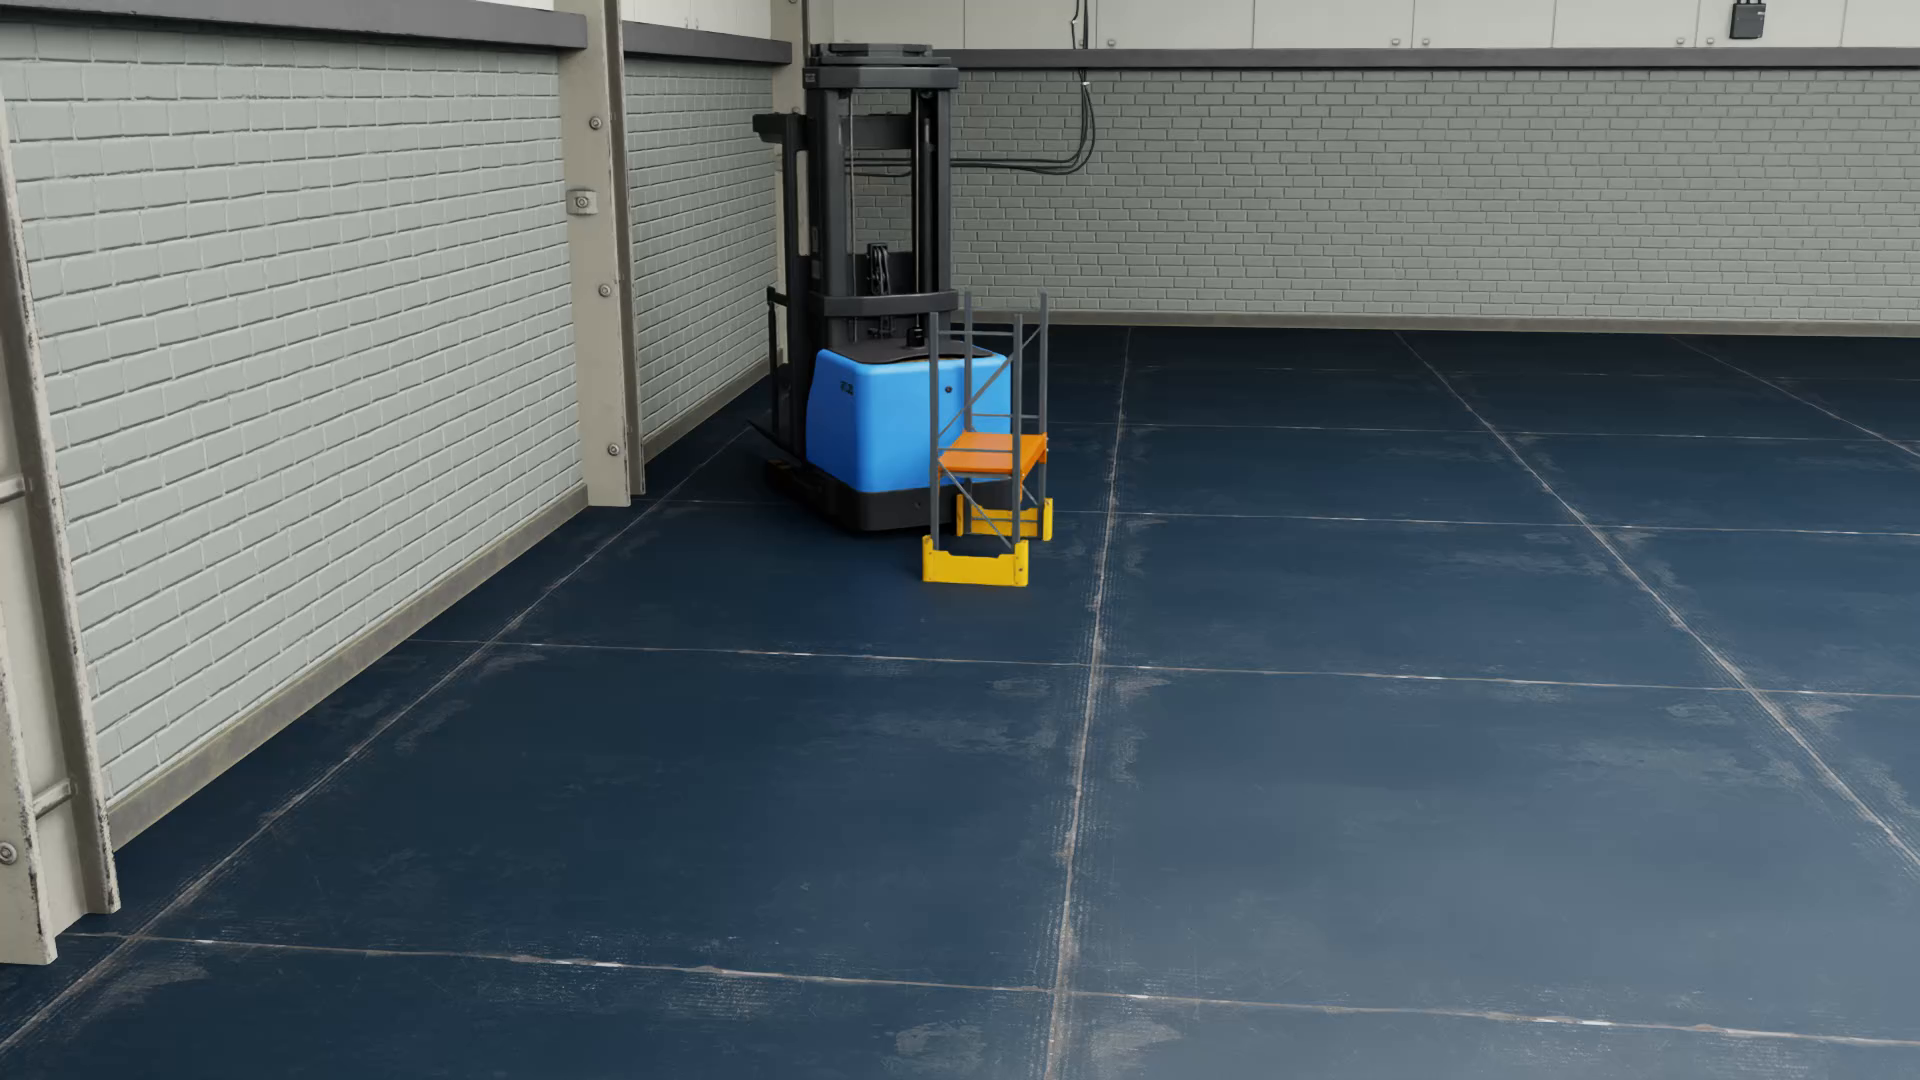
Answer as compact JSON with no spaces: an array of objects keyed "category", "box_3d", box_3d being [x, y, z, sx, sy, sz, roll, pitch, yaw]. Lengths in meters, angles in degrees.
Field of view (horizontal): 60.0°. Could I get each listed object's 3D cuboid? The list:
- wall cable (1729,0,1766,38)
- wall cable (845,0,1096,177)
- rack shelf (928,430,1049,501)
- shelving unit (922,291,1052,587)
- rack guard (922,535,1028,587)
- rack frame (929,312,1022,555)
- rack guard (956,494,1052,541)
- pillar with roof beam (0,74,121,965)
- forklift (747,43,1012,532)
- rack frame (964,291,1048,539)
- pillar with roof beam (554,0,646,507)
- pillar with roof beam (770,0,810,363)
[{"category":"wall cable","box_3d":[9.433,-8.260,16.954,2.305,6.003,0.169,2,15,6]},{"category":"wall cable","box_3d":[0.002,-5.403,18.853,3.097,2.526,0.112,2,15,6]},{"category":"rack shelf","box_3d":[0.179,-0.442,9.614,0.538,0.185,1.000,3,15,10]},{"category":"shelving unit","box_3d":[0.177,-0.614,9.558,0.587,1.500,1.083,3,15,10]},{"category":"rack guard","box_3d":[0.084,0.117,9.249,0.587,0.250,0.087,3,15,10]},{"category":"rack frame","box_3d":[0.084,-0.486,9.085,0.500,1.500,0.032,3,15,10]},{"category":"rack guard","box_3d":[0.270,-0.138,10.194,0.587,0.250,0.087,3,15,10]},{"category":"pillar with roof beam","box_3d":[1.279,-2.938,3.787,9.100,9.000,0.400,2,15,6]},{"category":"forklift","box_3d":[-0.723,-1.806,11.227,1.130,2.935,3.031,-6,16,-23]},{"category":"rack frame","box_3d":[0.273,-0.746,10.049,0.500,1.500,0.032,3,15,10]},{"category":"pillar with roof beam","box_3d":[1.956,-4.494,9.542,9.100,9.000,0.400,2,15,6]},{"category":"pillar with roof beam","box_3d":[2.633,-6.050,15.297,9.100,9.000,0.400,2,15,6]}]
